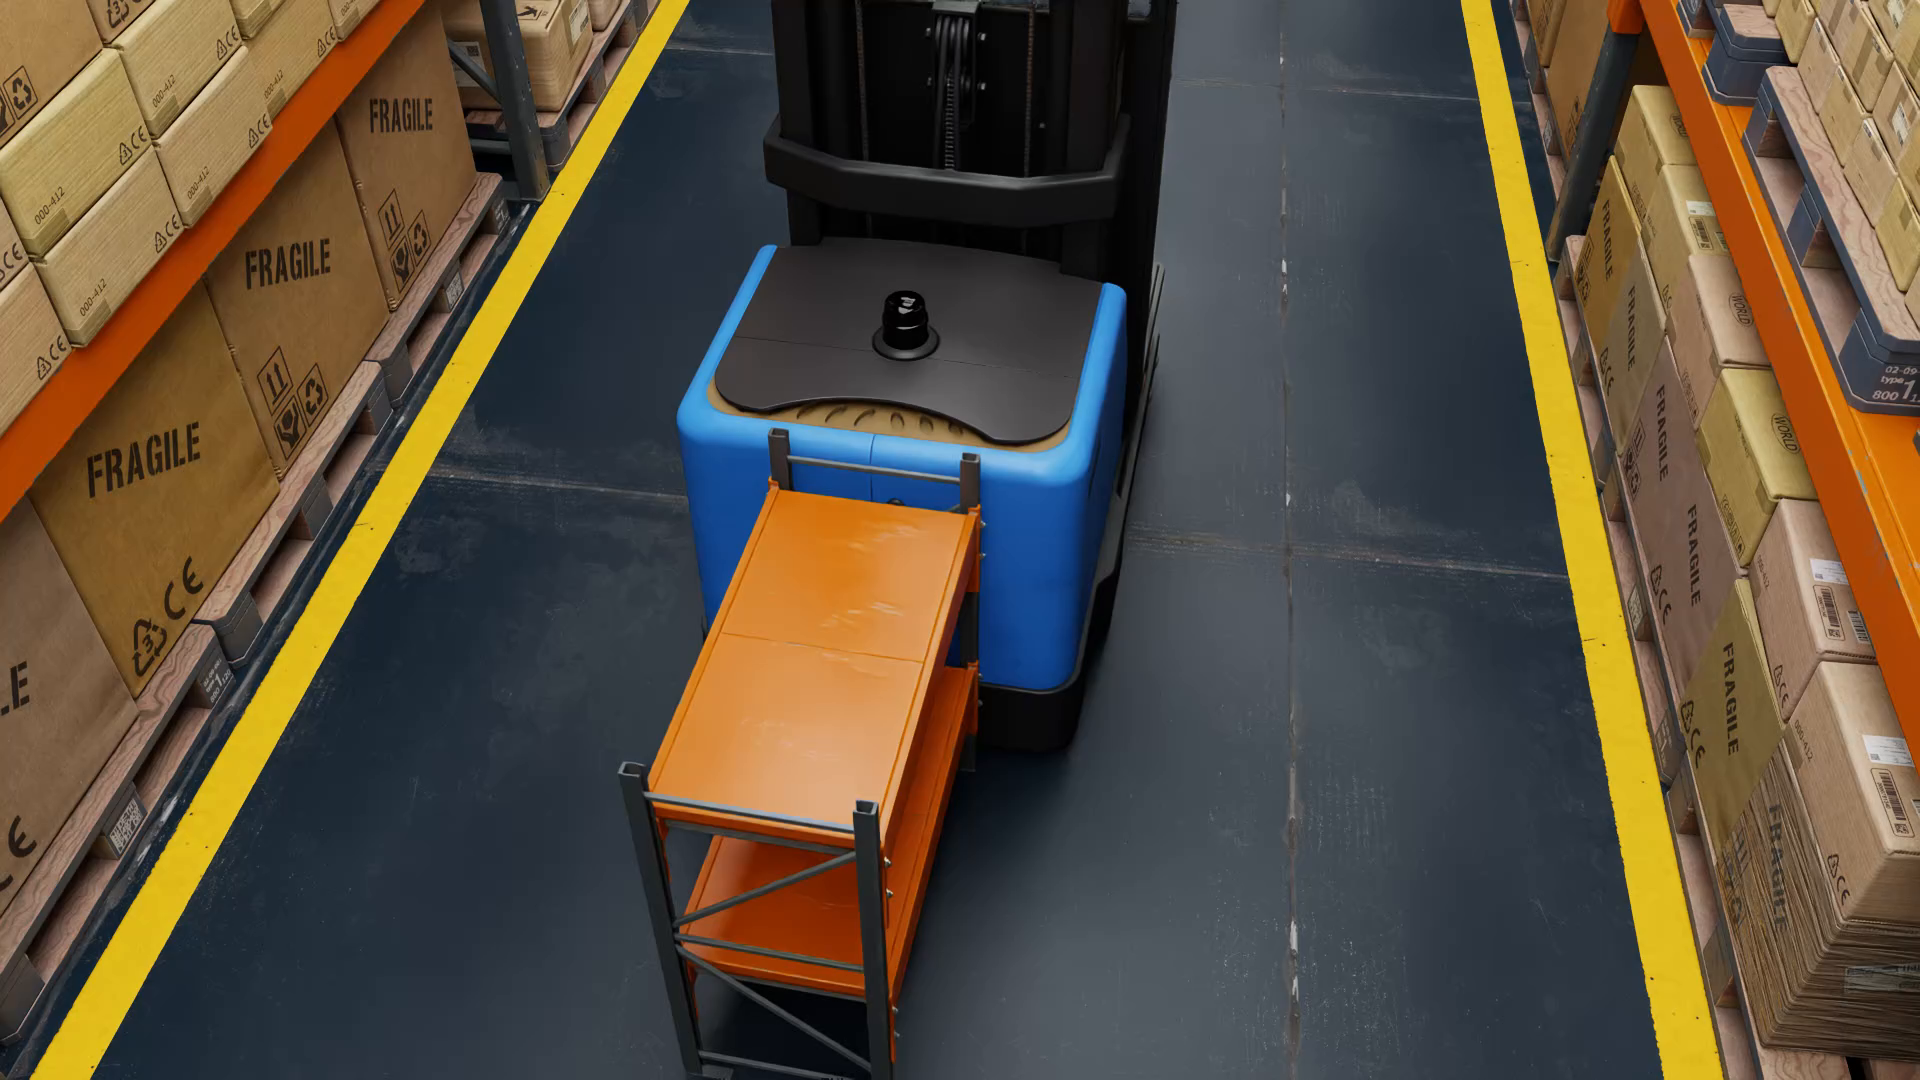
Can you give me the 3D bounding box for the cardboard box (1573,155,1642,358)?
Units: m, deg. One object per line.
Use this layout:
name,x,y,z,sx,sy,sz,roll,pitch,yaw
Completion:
cardboard box,2.409,-0.928,5.561,0.500,0.500,0.500,4,44,4

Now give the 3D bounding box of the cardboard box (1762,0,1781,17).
cardboard box,2.425,-1.550,4.583,0.380,0.149,0.250,7,44,8

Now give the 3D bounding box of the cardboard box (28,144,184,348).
cardboard box,-2.223,-0.719,3.937,0.500,0.250,0.500,5,44,5

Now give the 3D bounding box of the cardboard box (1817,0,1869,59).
cardboard box,2.360,-1.291,4.093,0.380,0.149,0.250,5,44,6

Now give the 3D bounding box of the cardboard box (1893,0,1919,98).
cardboard box,2.293,-1.057,3.629,0.380,0.149,0.250,5,44,5

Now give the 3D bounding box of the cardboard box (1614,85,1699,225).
cardboard box,2.424,-1.211,5.315,0.500,0.250,0.500,3,44,4

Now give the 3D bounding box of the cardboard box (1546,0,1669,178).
cardboard box,2.925,-1.885,6.390,1.050,0.750,0.750,5,44,5

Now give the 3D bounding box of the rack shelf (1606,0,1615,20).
rack shelf,3.020,-3.244,7.018,1.077,0.370,4.000,5,44,6

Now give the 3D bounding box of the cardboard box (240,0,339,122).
cardboard box,-2.109,-1.409,4.666,0.500,0.250,0.500,5,44,5

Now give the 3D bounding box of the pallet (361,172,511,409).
pallet,-2.343,-0.980,6.132,1.003,0.211,1.213,5,44,6

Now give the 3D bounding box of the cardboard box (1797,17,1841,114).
cardboard box,2.358,-1.184,4.197,0.380,0.149,0.250,7,44,7

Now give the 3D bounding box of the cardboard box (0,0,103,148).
cardboard box,-2.242,-1.161,3.495,0.500,0.500,0.500,4,44,4

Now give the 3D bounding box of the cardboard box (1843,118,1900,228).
cardboard box,2.287,-0.836,3.828,0.380,0.149,0.250,4,44,4

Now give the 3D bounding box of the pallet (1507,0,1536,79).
pallet,3.098,-2.489,7.725,1.003,0.211,1.213,5,44,6

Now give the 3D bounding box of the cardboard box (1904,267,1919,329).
cardboard box,2.216,-0.474,3.446,0.380,0.149,0.250,4,44,4

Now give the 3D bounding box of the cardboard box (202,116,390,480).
cardboard box,-2.460,-0.834,5.189,0.875,0.875,0.875,6,44,6

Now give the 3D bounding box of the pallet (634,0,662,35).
pallet,-1.896,-2.872,8.130,1.003,0.211,1.213,5,44,6

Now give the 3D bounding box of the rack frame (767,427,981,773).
rack frame,-0.201,0.188,4.233,0.500,1.125,0.032,8,44,8

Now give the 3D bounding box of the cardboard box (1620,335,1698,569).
cardboard box,2.283,-0.235,4.829,0.500,0.500,0.500,4,44,4

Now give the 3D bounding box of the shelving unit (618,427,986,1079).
shelving unit,-0.300,0.531,3.871,0.538,1.125,1.048,8,44,8

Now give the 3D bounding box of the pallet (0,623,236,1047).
pallet,-2.666,0.683,4.376,1.003,0.211,1.213,5,44,6

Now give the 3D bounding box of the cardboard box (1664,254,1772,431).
cardboard box,2.279,-0.530,4.595,0.500,0.250,0.500,6,44,6

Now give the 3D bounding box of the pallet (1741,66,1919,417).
pallet,2.534,-0.720,3.968,1.003,0.211,1.213,5,44,6

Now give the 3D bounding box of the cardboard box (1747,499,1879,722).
cardboard box,2.156,0.187,3.838,0.500,0.250,0.500,7,44,7

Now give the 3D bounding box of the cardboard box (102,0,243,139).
cardboard box,-2.157,-1.243,4.126,0.500,0.250,0.500,4,44,4

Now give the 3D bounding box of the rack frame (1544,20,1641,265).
rack frame,2.755,-2.142,5.331,1.000,3.000,0.127,5,44,6

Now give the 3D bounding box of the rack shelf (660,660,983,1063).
rack shelf,-0.300,0.708,4.039,0.538,0.278,1.000,8,44,8

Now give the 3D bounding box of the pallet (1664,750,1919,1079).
pallet,2.328,1.066,3.971,1.003,0.211,1.213,5,44,6

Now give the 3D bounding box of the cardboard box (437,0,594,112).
cardboard box,-2.080,-2.106,6.898,0.950,0.372,0.625,3,43,3

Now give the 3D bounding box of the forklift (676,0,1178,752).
forklift,0.083,-1.512,4.715,1.130,2.935,3.031,8,44,8

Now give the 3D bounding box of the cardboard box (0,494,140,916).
cardboard box,-2.691,0.392,3.894,0.875,0.875,0.875,6,44,7

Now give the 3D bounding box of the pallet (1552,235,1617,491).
pallet,2.651,-0.597,5.727,1.003,0.211,1.213,5,44,6

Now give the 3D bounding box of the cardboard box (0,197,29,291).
cardboard box,-2.315,-0.556,3.401,0.500,0.250,0.500,6,44,6

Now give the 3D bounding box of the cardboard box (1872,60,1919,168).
cardboard box,2.292,-0.938,3.720,0.380,0.149,0.250,7,44,7

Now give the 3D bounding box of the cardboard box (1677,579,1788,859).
cardboard box,2.143,0.462,4.093,0.500,0.500,0.500,4,44,5
